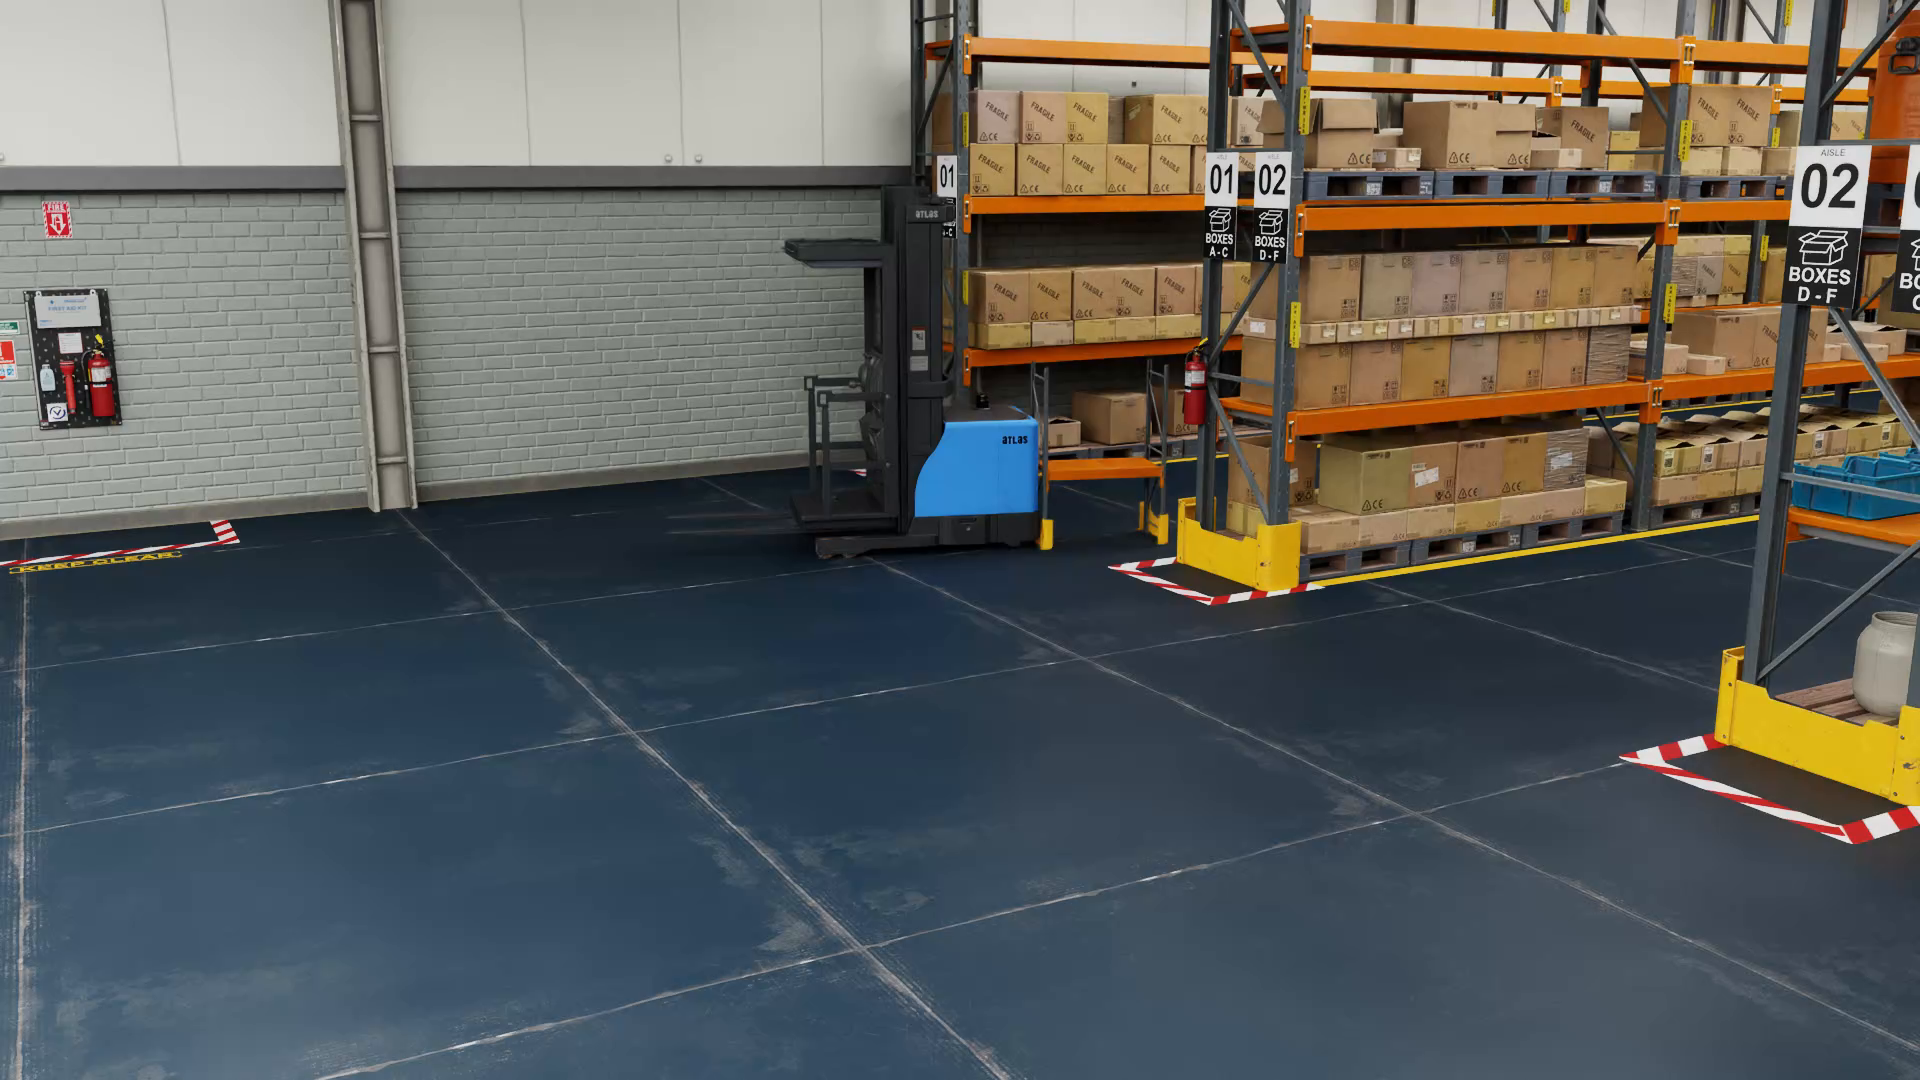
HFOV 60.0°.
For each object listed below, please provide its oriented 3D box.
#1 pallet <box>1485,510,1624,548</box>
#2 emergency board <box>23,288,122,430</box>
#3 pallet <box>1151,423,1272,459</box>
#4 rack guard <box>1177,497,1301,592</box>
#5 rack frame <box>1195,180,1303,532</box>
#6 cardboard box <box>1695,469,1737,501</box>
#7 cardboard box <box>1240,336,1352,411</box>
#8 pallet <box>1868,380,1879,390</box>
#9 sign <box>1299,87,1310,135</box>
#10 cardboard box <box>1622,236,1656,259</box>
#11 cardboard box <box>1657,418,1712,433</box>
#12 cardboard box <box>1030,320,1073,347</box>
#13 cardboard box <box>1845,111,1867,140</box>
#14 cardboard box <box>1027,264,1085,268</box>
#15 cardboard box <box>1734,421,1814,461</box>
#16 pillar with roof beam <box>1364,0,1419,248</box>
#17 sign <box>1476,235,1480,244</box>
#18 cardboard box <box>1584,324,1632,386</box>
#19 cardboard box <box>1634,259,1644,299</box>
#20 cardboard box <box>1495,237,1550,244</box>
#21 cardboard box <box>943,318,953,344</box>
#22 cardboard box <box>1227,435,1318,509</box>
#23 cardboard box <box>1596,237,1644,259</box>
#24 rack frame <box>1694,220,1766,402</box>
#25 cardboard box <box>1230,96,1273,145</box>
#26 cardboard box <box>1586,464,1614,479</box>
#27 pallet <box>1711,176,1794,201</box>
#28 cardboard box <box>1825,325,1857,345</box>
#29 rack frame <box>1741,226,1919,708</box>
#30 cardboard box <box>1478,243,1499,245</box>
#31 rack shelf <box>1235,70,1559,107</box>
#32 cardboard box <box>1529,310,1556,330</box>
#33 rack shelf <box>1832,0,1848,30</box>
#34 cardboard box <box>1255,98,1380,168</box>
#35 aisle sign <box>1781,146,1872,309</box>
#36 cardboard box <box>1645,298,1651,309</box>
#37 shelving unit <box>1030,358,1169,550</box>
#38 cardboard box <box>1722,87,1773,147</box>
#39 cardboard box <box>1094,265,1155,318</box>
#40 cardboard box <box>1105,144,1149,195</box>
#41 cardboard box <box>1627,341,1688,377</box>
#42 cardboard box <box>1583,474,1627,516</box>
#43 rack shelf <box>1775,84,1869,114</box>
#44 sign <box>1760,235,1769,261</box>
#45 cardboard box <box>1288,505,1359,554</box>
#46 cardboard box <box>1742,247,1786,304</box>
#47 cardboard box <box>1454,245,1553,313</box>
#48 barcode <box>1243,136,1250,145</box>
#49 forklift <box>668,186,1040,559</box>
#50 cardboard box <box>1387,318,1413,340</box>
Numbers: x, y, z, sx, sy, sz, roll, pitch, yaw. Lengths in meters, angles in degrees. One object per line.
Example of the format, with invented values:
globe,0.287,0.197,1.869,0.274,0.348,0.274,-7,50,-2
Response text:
pallet,4.962,-0.192,14.479,1.213,0.211,1.003,-7,14,-28
emergency board,-7.462,-1.517,14.020,0.643,1.169,0.194,-7,14,-28
pallet,2.731,-1.144,18.711,1.213,0.211,1.003,-7,14,-28
rack guard,2.148,0.015,12.902,0.348,0.500,1.175,-7,14,-28
rack frame,2.169,-1.207,12.639,0.127,3.000,1.000,-7,14,-28
cardboard box,6.602,-0.539,14.979,0.500,0.250,0.500,-6,14,-26
cardboard box,2.585,-1.302,12.835,0.500,0.500,0.700,-7,14,-28
pallet,13.172,-2.384,24.224,1.213,0.211,1.003,-7,14,-28
sign,2.430,-3.028,11.727,0.005,0.325,0.100,-7,14,-28
cardboard box,8.689,-3.735,21.215,0.500,0.250,0.500,-7,15,-29
cardboard box,6.791,-0.970,15.618,0.500,0.311,0.500,-7,14,-28
cardboard box,0.822,-2.145,17.105,0.500,0.250,0.500,-7,15,-30
cardboard box,11.964,-5.562,22.611,0.500,0.500,0.500,-7,14,-28
cardboard box,1.002,-2.660,17.686,0.500,0.500,0.500,-7,15,-29
cardboard box,7.511,-0.922,15.403,0.500,0.311,0.500,-6,14,-26
pillar with roof beam,7.321,-5.130,16.407,0.400,9.000,9.100,-7,14,-28
sign,6.545,-3.674,20.965,0.005,0.325,0.100,-7,14,-28
cardboard box,5.293,-1.628,14.285,0.500,0.500,0.700,-7,15,-29
cardboard box,8.263,-3.313,21.049,0.500,0.500,0.500,-7,14,-28
cardboard box,7.088,-3.670,20.925,0.500,0.250,0.500,-6,14,-26
cardboard box,0.110,-2.184,17.278,0.500,0.250,0.500,-7,14,-27
cardboard box,2.497,-0.550,13.318,0.500,0.500,0.500,-7,14,-28
cardboard box,8.244,-3.680,20.971,0.500,0.250,0.500,-7,14,-27
rack frame,10.325,-3.423,22.489,0.127,3.000,1.000,-7,14,-28
cardboard box,2.993,-4.486,17.830,0.500,0.500,0.500,-8,15,-33
cardboard box,5.905,-0.590,15.207,0.500,0.250,0.500,-7,14,-28
pallet,7.658,-3.213,15.151,1.213,0.211,1.003,-6,14,-25
cardboard box,8.313,-1.948,16.136,0.500,0.311,0.500,-7,14,-29
rack frame,4.539,-0.252,8.396,0.127,3.000,1.000,-7,14,-28
cardboard box,6.526,-3.540,20.301,0.250,0.149,0.380,-9,16,-35
rack shelf,5.059,-5.173,19.148,4.000,0.370,1.077,-7,14,-28
cardboard box,4.650,-1.816,13.642,0.250,0.149,0.380,-7,14,-28
rack shelf,6.295,-2.843,8.795,4.000,0.370,1.077,-7,14,-28
cardboard box,2.675,-3.053,12.502,0.637,0.503,0.797,-6,14,-24
aisle sign,4.334,-1.570,8.331,0.004,0.787,0.394,-7,14,-28
cardboard box,8.789,-3.069,21.443,0.250,0.149,0.380,-6,14,-26
shelving unit,1.166,-0.738,13.974,1.083,1.500,0.587,-2,13,-11
cardboard box,6.729,-3.710,14.608,0.500,0.500,0.500,-5,14,-22
cardboard box,1.698,-2.615,17.487,0.500,0.500,0.500,-6,14,-26
cardboard box,1.608,-3.835,17.214,0.500,0.500,0.500,-6,14,-24
cardboard box,6.091,-1.615,14.793,0.500,0.250,0.500,-6,14,-24
cardboard box,5.378,-0.400,14.361,0.500,0.250,0.500,-7,14,-28
rack shelf,12.080,-6.014,22.888,4.000,0.370,1.077,-7,14,-28
sign,10.593,-3.846,21.910,0.005,0.325,0.100,-7,14,-28
cardboard box,2.746,-0.084,12.955,0.500,0.250,0.500,-7,14,-28
cardboard box,10.809,-3.624,22.695,0.700,0.700,0.980,-7,14,-27
cardboard box,4.411,-2.155,13.672,0.500,0.500,0.700,-7,14,-28
barcode,2.203,-3.078,12.800,0.075,0.075,0.001,-7,14,-28
forklift,-0.908,-1.405,13.676,3.031,2.935,1.130,-2,13,-11
cardboard box,3.289,-1.652,12.913,0.250,0.149,0.380,-7,14,-29
